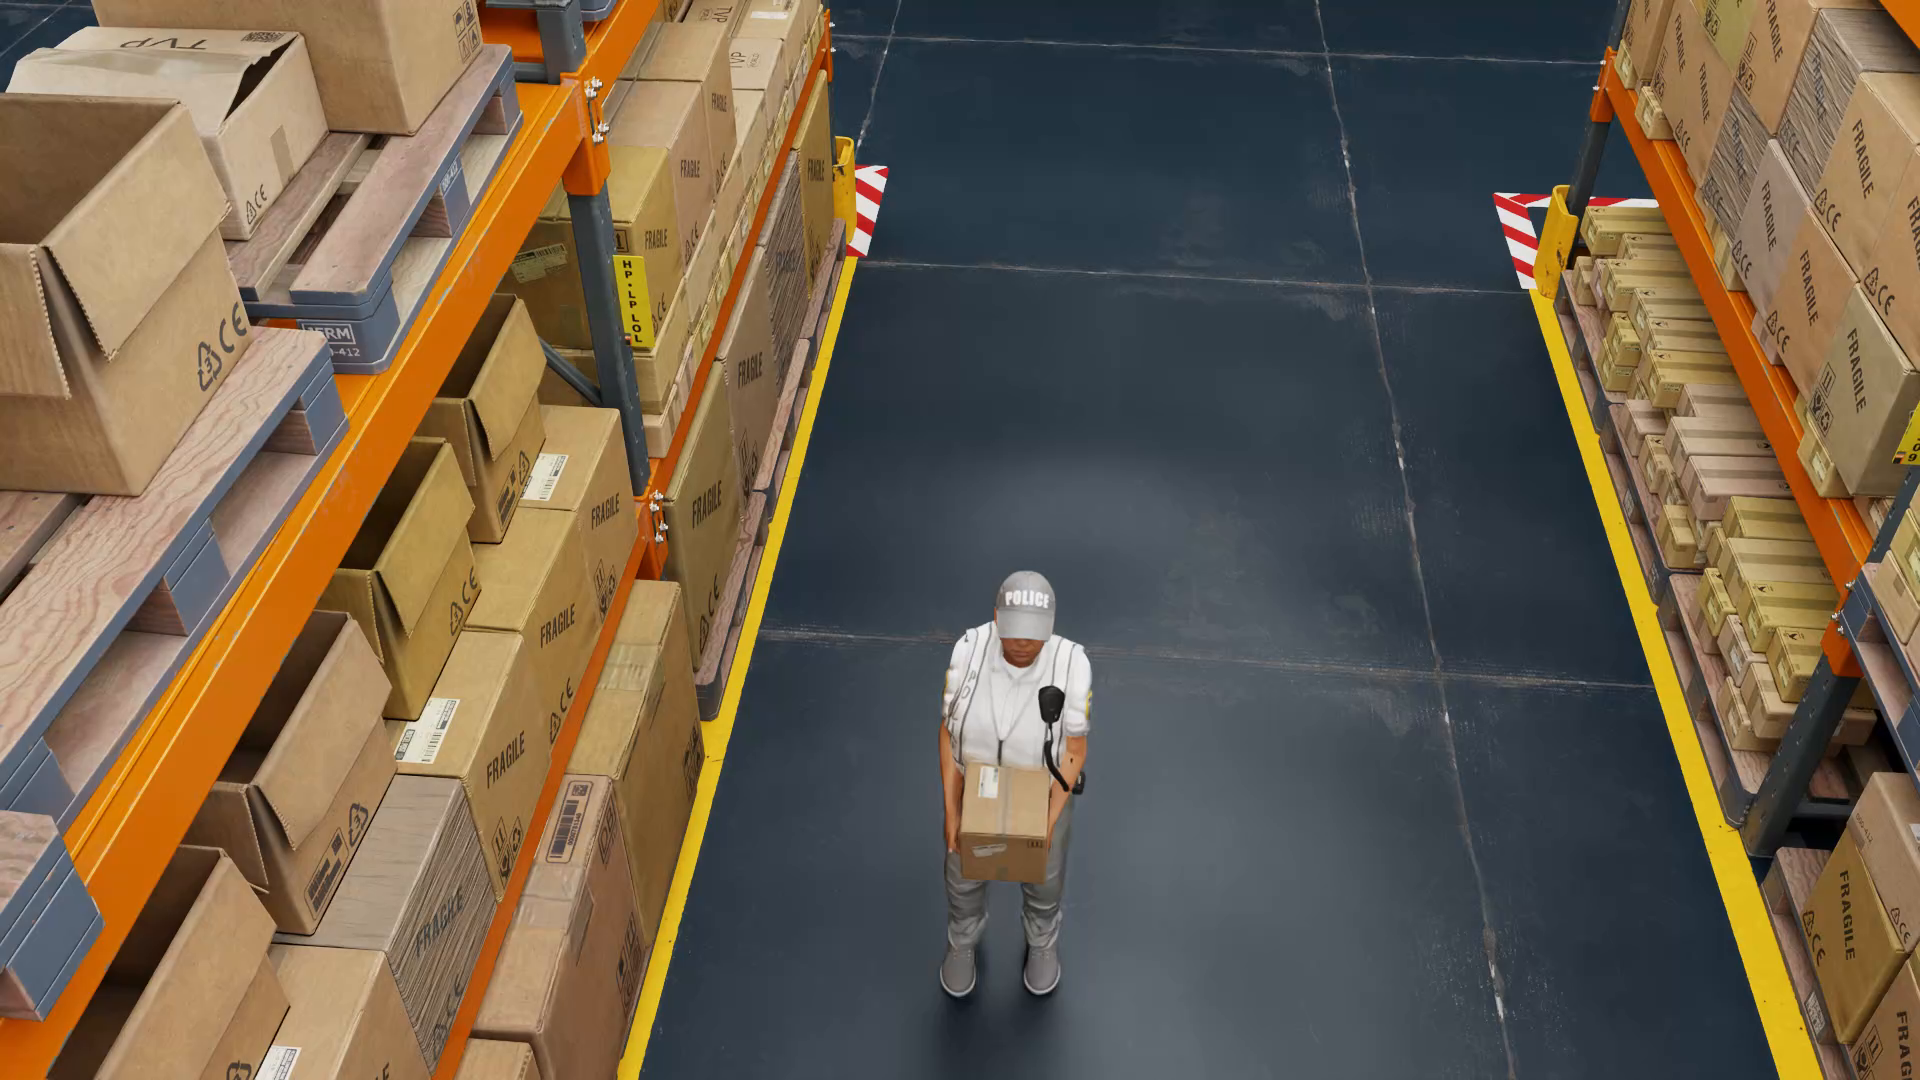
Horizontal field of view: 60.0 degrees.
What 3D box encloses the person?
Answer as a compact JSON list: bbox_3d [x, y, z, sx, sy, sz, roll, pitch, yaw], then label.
[{"bbox_3d":[0.156,0.823,5.185,0.457,1.662,0.532,6,41,8],"label":"person"}]
